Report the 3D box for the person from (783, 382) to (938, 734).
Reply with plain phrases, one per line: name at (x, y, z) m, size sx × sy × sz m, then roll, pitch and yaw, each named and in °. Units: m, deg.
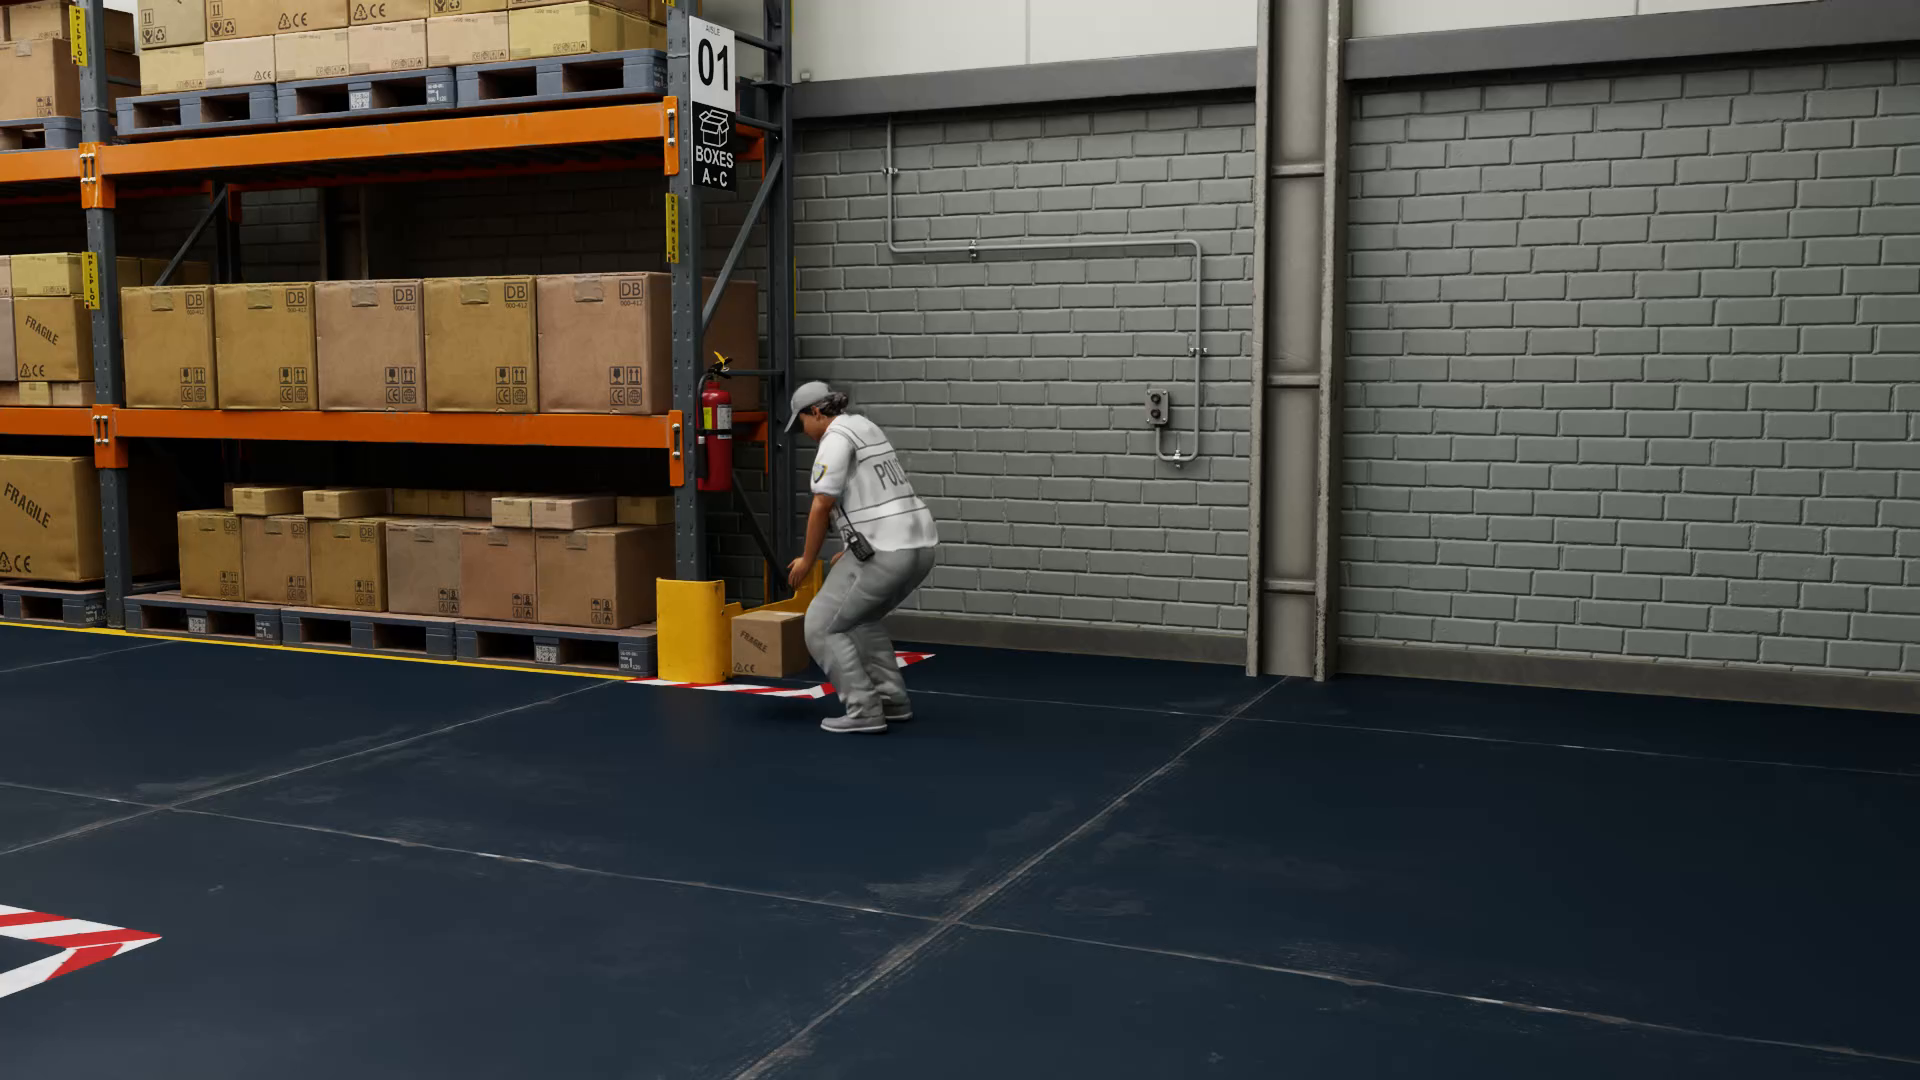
person at (-0.441, 0.071, 7.060) m, size 0.652 × 1.480 × 0.528 m, roll 3°, pitch 6°, yaw 24°
